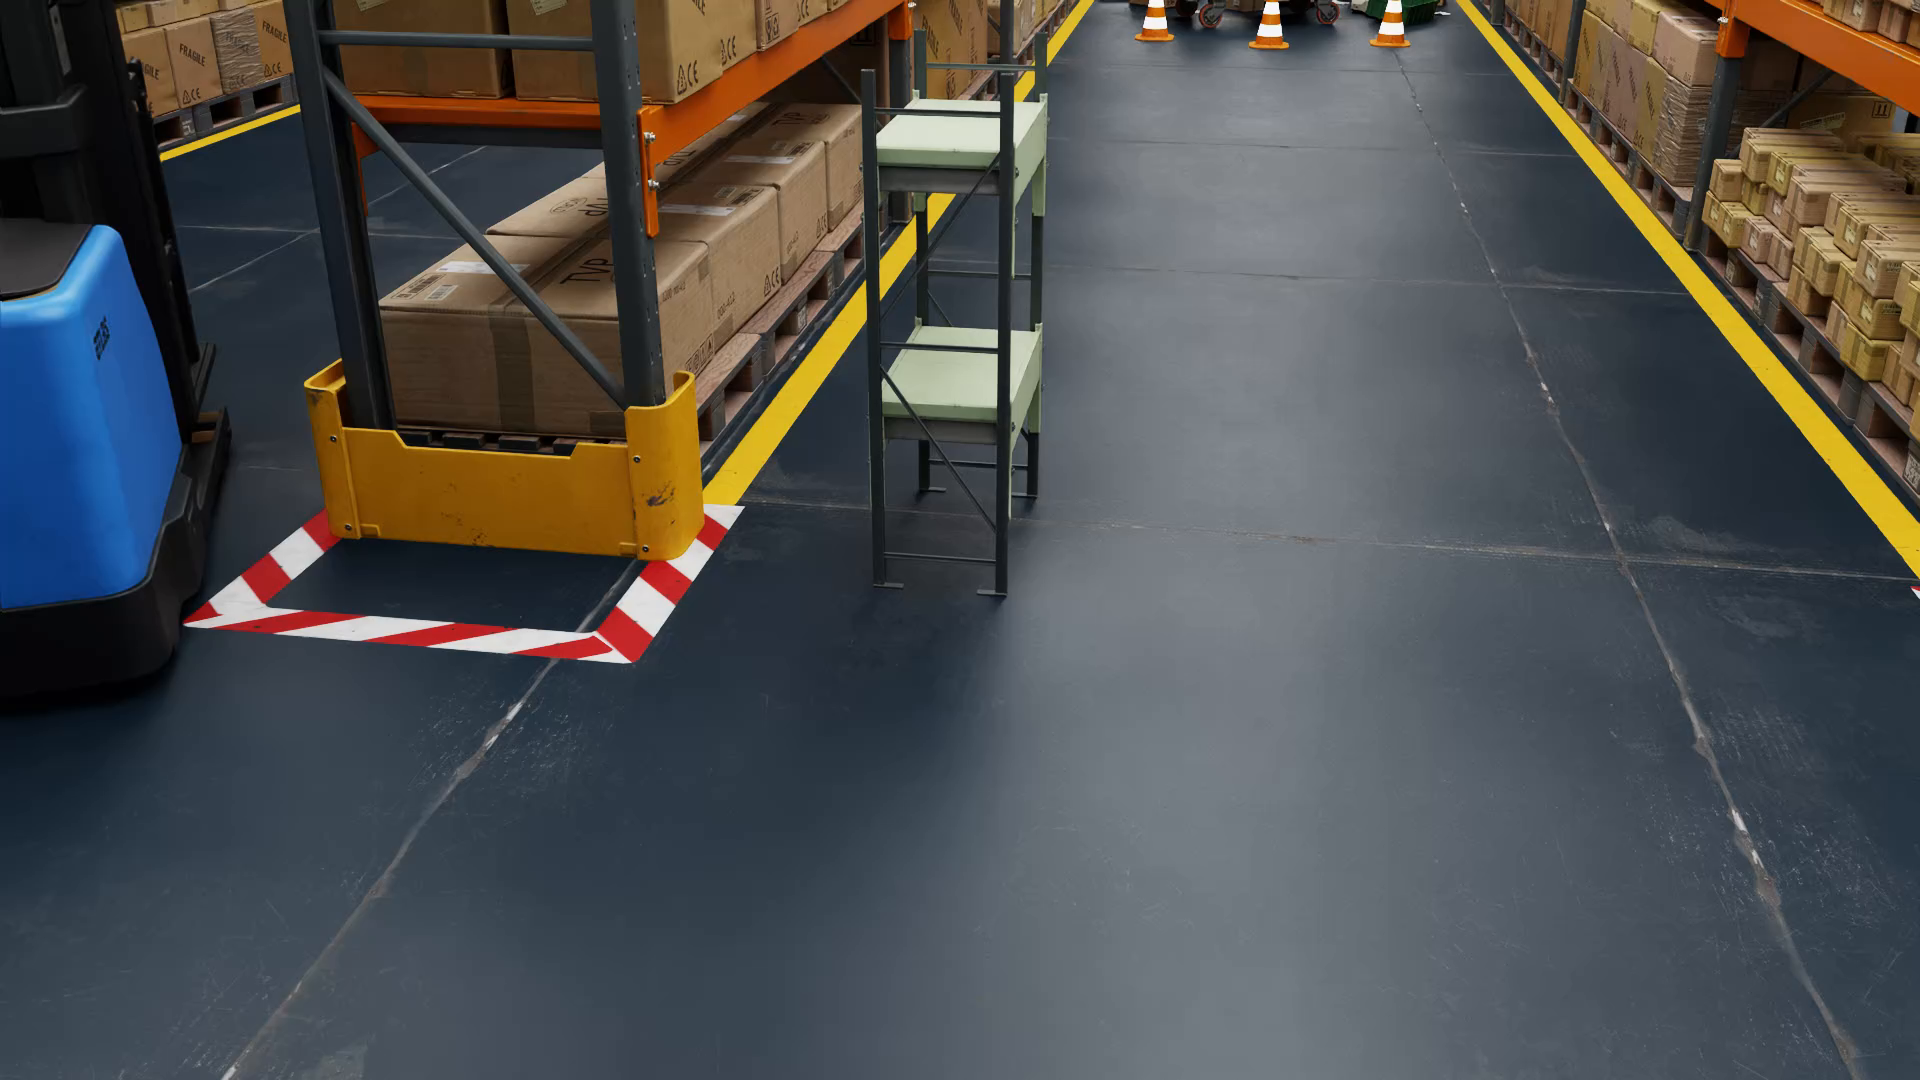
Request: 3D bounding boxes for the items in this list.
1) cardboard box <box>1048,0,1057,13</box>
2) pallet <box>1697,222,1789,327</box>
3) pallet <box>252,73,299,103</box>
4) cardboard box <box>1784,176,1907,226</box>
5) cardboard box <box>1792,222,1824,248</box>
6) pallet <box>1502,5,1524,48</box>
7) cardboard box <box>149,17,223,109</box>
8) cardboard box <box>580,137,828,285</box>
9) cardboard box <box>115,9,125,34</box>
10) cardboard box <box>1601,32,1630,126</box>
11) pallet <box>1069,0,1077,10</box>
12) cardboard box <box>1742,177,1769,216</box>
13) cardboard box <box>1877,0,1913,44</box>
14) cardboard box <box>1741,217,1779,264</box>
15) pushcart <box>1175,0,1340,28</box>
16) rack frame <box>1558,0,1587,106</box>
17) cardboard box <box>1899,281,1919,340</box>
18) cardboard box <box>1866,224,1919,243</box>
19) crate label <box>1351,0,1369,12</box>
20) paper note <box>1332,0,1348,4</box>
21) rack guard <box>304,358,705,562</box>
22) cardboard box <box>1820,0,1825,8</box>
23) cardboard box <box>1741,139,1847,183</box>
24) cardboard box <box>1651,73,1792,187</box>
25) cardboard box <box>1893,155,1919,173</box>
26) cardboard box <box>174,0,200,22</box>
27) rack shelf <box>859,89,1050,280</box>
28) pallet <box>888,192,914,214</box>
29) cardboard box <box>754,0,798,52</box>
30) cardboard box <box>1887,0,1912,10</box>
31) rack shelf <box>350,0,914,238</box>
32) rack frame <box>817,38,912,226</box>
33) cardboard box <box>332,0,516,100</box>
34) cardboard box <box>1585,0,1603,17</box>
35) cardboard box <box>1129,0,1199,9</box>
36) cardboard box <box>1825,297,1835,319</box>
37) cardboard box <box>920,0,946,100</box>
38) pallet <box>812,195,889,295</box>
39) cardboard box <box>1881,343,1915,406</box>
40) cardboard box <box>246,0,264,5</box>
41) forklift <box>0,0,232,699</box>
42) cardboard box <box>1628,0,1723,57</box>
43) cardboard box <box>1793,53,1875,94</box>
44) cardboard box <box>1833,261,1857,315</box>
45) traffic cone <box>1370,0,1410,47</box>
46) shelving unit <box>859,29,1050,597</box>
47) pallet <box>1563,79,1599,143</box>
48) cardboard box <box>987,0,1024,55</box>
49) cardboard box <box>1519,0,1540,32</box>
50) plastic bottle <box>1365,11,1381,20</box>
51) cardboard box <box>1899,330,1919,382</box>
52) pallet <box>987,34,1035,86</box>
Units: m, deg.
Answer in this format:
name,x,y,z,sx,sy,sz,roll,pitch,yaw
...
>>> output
name,x,y,z,sx,sy,sz,roll,pitch,yaw
cardboard box,0.350,-4.909,14.804,0.950,0.372,0.625,6,26,12
pallet,4.066,-1.237,7.643,1.003,0.211,1.213,4,25,9
pallet,-5.163,-3.526,12.535,1.003,0.211,1.213,4,25,9
cardboard box,3.641,-1.390,6.847,0.380,0.149,0.250,5,25,10
cardboard box,3.693,-1.245,6.888,0.380,0.149,0.250,5,26,11
pallet,5.396,-4.538,14.696,1.003,0.211,1.213,4,25,9
cardboard box,-5.193,-3.103,10.793,0.500,0.500,0.500,3,25,7
cardboard box,-1.114,-1.484,7.409,0.875,0.438,0.875,3,25,7
cardboard box,-5.336,-3.139,10.105,0.380,0.149,0.250,3,25,6
cardboard box,4.269,-2.810,10.169,0.500,0.500,0.500,3,25,7
pallet,0.623,-5.450,16.644,1.003,0.211,1.213,4,25,9
cardboard box,3.813,-1.575,7.594,0.380,0.149,0.250,4,25,9
cardboard box,3.606,-1.904,6.076,0.380,0.149,0.250,5,26,10
cardboard box,3.731,-1.333,7.427,0.380,0.149,0.250,4,25,8
pushcart,2.805,-5.105,15.711,1.648,0.377,0.936,-5,25,-10
rack frame,4.794,-4.456,11.231,1.000,3.000,0.127,4,25,9
cardboard box,3.338,-0.736,5.449,0.380,0.149,0.250,3,25,7
cardboard box,3.584,-1.058,6.138,0.380,0.149,0.250,3,25,7
crate label,3.976,-5.223,16.247,0.298,0.136,0.250,-14,29,-27
paper note,3.864,-5.475,16.921,0.172,0.023,0.155,13,28,26
rack guard,-1.417,-0.269,5.234,1.175,0.500,0.348,4,25,9
cardboard box,3.760,-2.232,6.776,0.380,0.149,0.250,3,25,6
cardboard box,3.776,-1.711,7.532,0.380,0.149,0.250,5,26,11
cardboard box,4.013,-2.168,8.797,0.500,0.500,0.500,4,25,8
cardboard box,4.303,-1.570,7.232,0.380,0.149,0.250,4,25,8
cardboard box,-5.185,-3.460,10.791,0.380,0.149,0.250,5,26,10
rack shelf,0.001,-1.036,4.773,0.431,0.370,0.720,4,25,9
pallet,-0.708,-2.149,9.591,1.003,0.211,1.213,4,25,9
cardboard box,-0.896,-2.062,5.999,0.500,0.500,0.500,4,25,8
cardboard box,3.561,-2.131,5.796,0.500,0.500,0.500,5,26,11
rack shelf,-1.086,-1.921,6.665,1.077,0.370,4.000,4,25,9
rack frame,-0.760,-3.084,8.300,1.000,3.000,0.127,4,25,9
cardboard box,-1.596,-1.676,5.175,0.500,0.500,0.500,4,25,9
cardboard box,4.443,-3.582,10.933,0.500,0.250,0.500,3,25,6
cardboard box,2.065,-5.652,16.733,0.500,0.500,0.500,-20,32,-36
cardboard box,3.624,-0.891,6.484,0.380,0.149,0.250,5,25,10
cardboard box,-0.597,-2.955,10.035,0.875,0.875,0.875,5,26,10
pallet,-0.961,-1.508,8.223,1.003,0.211,1.213,4,25,9
cardboard box,3.465,-0.567,5.790,0.380,0.149,0.250,4,25,9
cardboard box,-5.063,-3.792,11.500,0.380,0.149,0.250,4,25,8
forklift,-3.028,-1.453,4.897,1.130,2.935,3.031,-8,26,-16
cardboard box,4.182,-2.946,9.574,0.500,0.250,0.500,3,25,6
cardboard box,4.522,-2.471,8.560,0.500,0.250,0.500,3,25,6
cardboard box,3.507,-0.925,6.205,0.380,0.149,0.250,5,26,11
traffic cone,3.739,-4.524,14.368,0.336,0.463,0.334,4,25,9
shelving unit,0.001,-0.682,4.938,0.431,1.500,0.755,4,25,9
pallet,4.665,-2.866,11.124,1.003,0.211,1.213,4,25,9
cardboard box,-0.004,-3.992,12.845,0.950,0.372,0.625,2,25,5
cardboard box,5.274,-4.631,13.764,1.050,0.750,0.750,4,25,9
plastic bottle,4.004,-5.018,15.899,0.133,0.061,0.283,-9,27,-19
cardboard box,3.375,-0.602,5.514,0.380,0.149,0.250,3,25,6
pallet,0.023,-3.820,13.163,1.003,0.211,1.213,4,25,9
